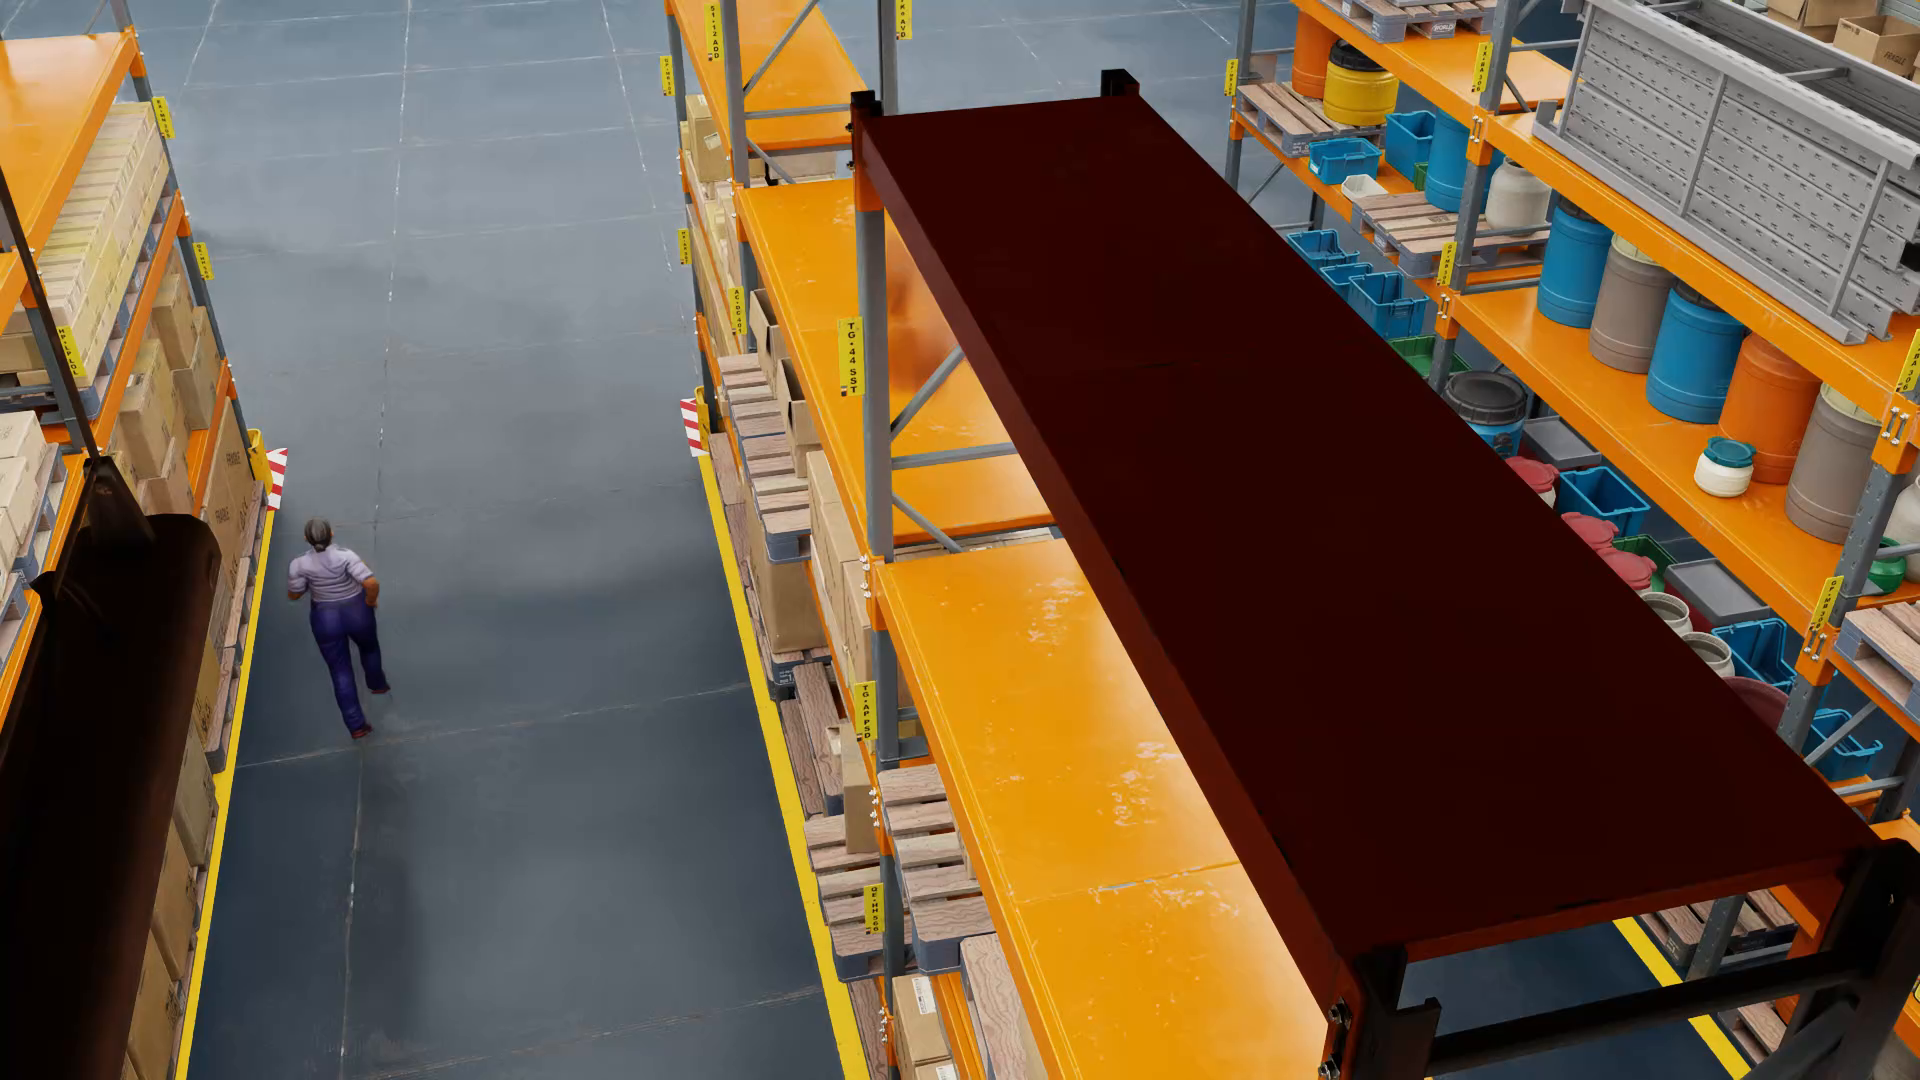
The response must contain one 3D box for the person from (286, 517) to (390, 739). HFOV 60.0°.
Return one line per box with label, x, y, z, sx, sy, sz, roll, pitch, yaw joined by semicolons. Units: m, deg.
person;-4.182;0.585;11.281;0.594;1.702;0.781;-12;36;-16
